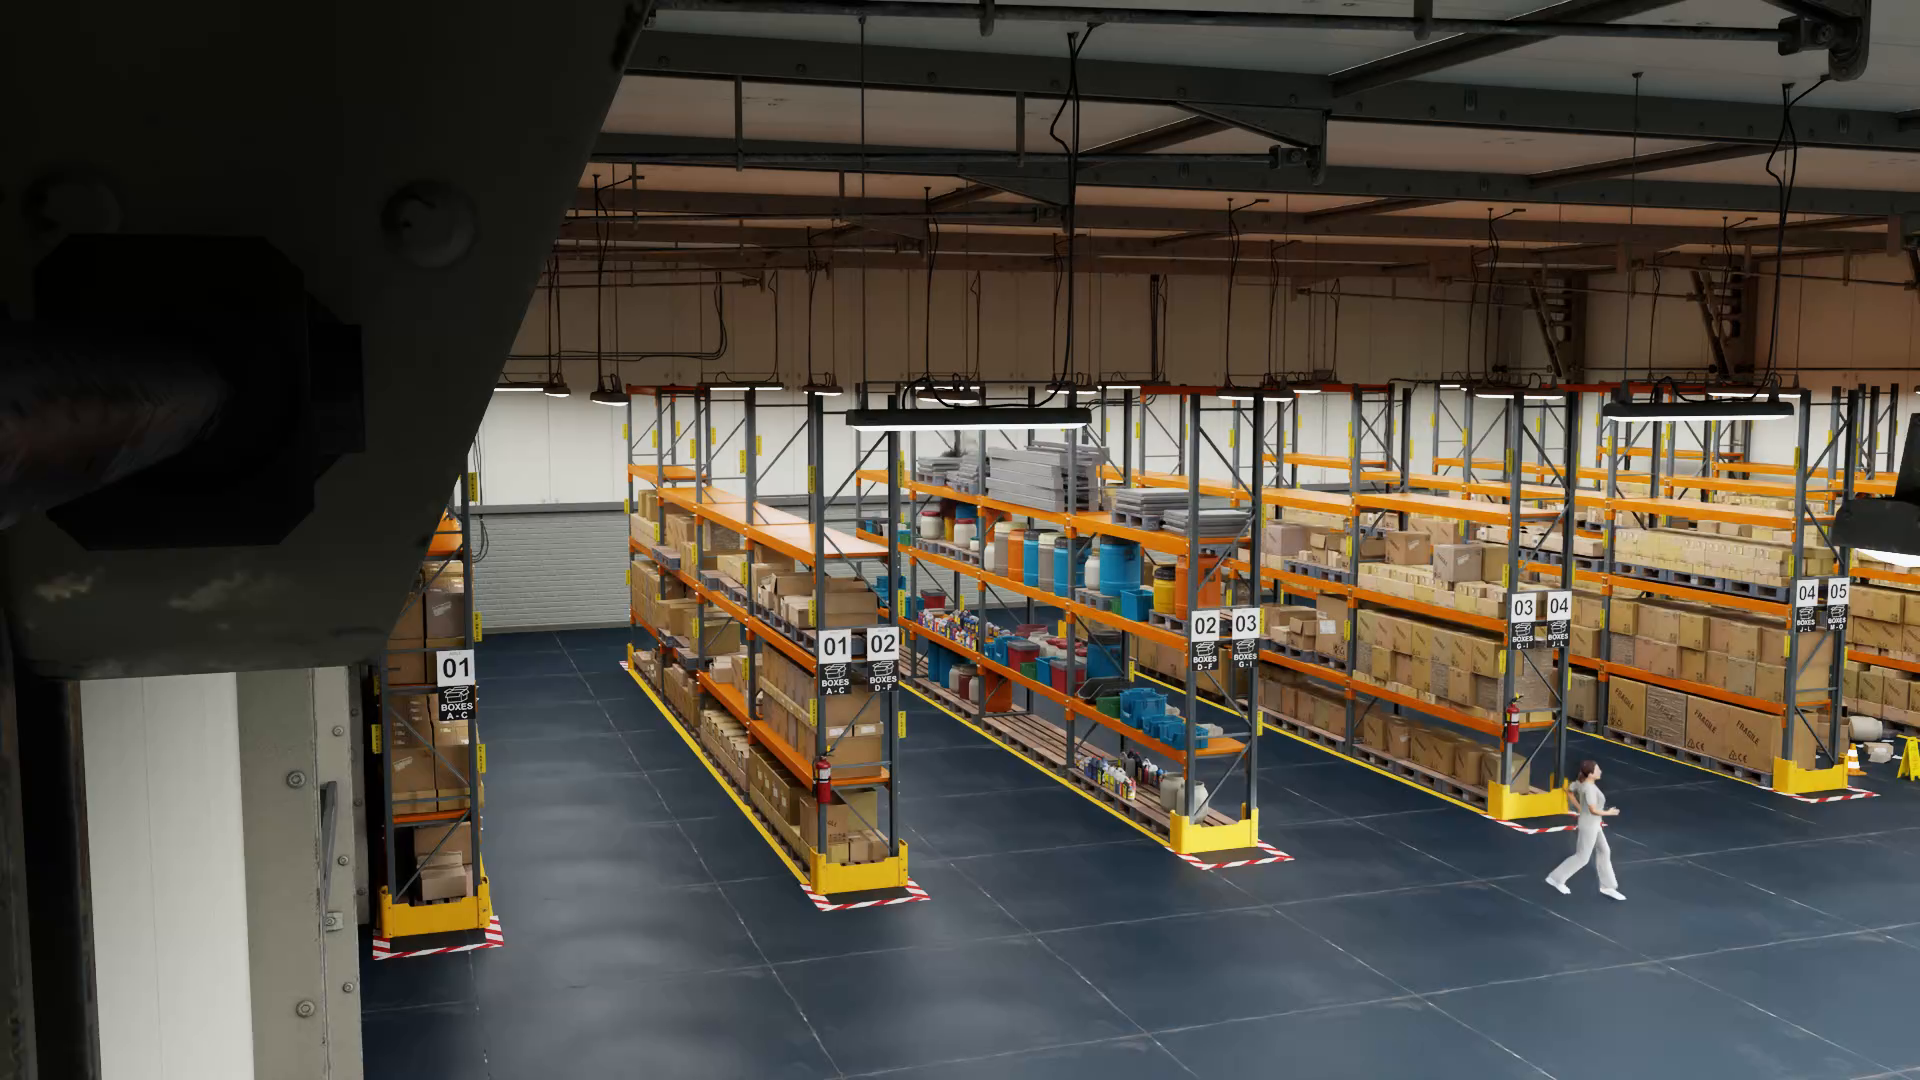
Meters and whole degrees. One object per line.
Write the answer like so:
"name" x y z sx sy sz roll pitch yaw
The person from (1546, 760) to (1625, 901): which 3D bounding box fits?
"person" 7.482 3.454 19.819 0.920 1.695 0.576 1 6 13
